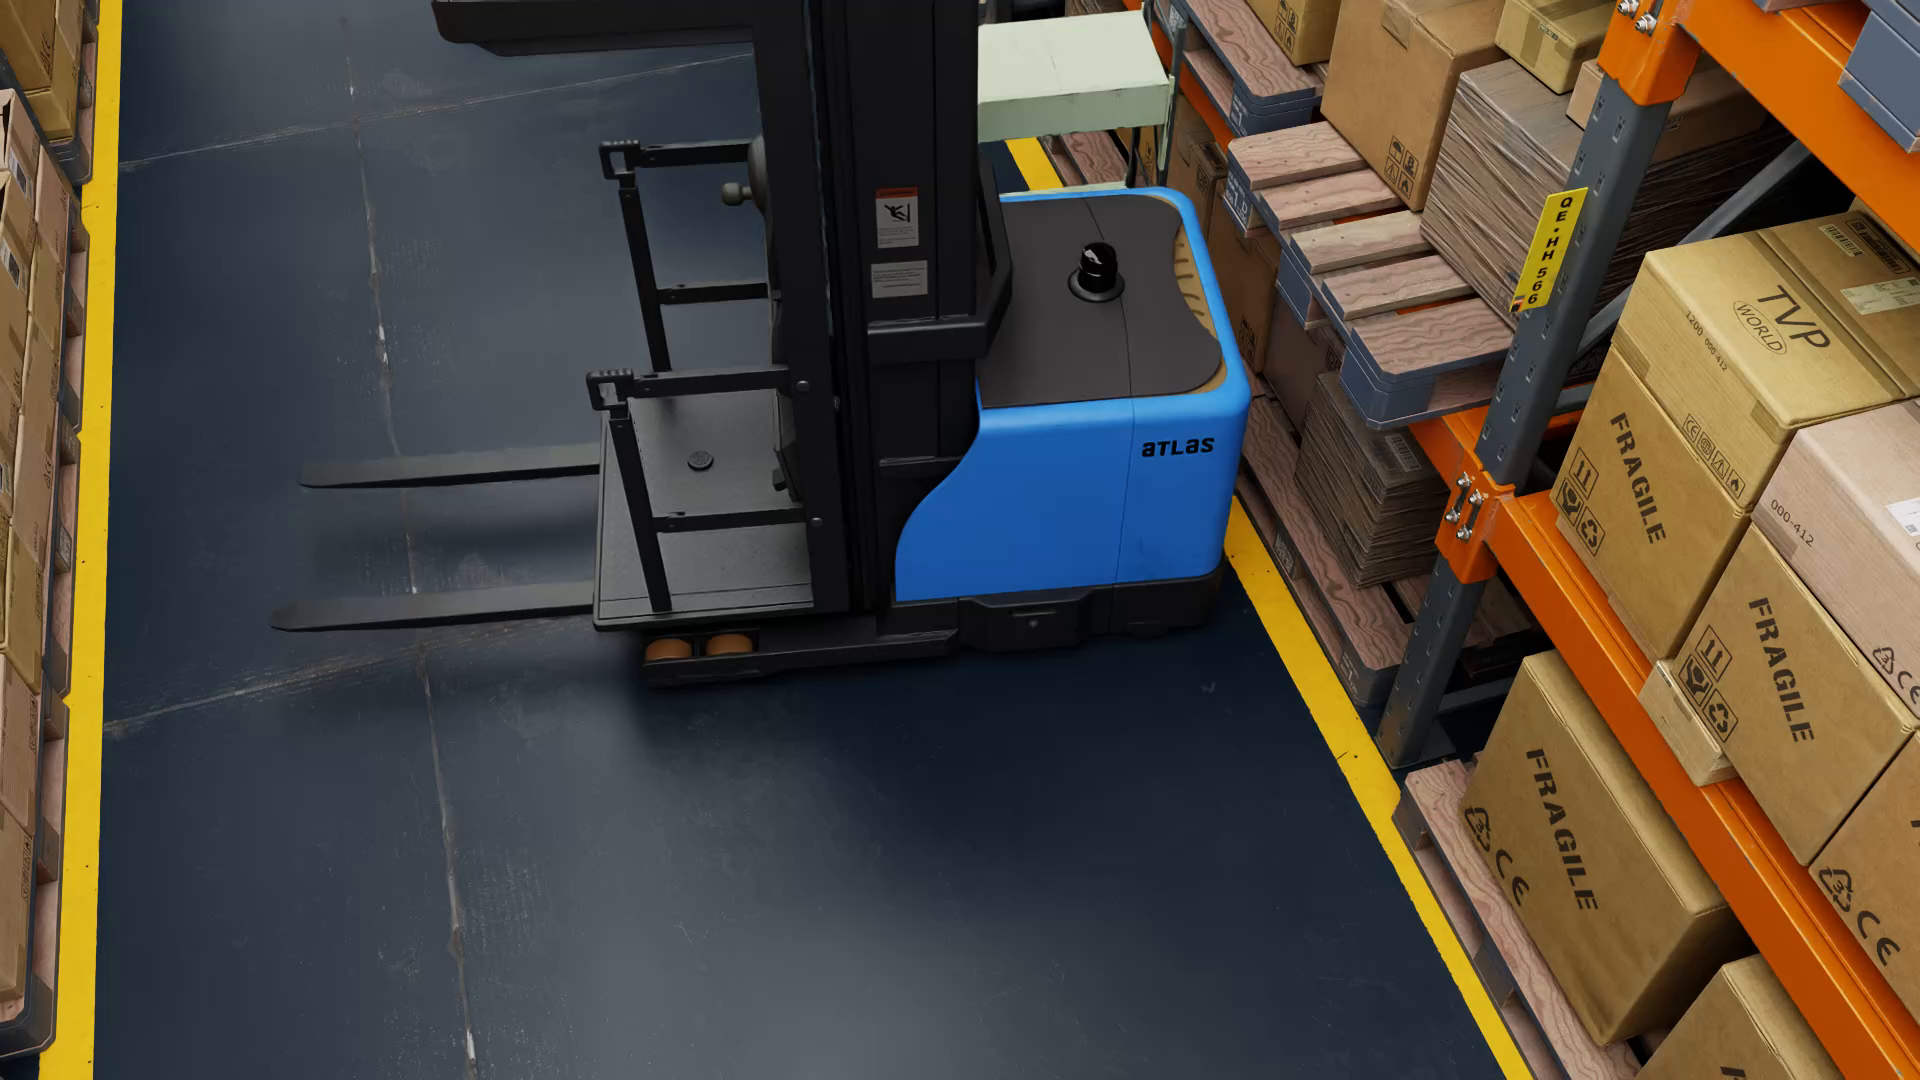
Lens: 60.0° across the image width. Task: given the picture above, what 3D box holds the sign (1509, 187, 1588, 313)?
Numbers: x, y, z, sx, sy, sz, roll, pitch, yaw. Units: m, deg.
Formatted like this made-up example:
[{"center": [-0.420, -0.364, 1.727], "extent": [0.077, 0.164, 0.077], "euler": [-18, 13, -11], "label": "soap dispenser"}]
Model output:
[{"center": [1.278, -0.626, 3.610], "extent": [0.100, 0.325, 0.005], "euler": [-13, 51, -11], "label": "sign"}]

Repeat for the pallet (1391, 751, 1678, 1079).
[{"center": [1.955, 1.084, 4.698], "extent": [1.003, 0.211, 1.213], "euler": [-13, 51, -11], "label": "pallet"}]

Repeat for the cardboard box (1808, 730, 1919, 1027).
[{"center": [1.985, 0.618, 2.994], "extent": [0.500, 0.500, 0.500], "euler": [-14, 51, -11], "label": "cardboard box"}]

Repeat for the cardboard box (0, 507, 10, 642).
[{"center": [-3.124, 0.082, 4.876], "extent": [0.500, 0.311, 0.500], "euler": [-15, 51, -12], "label": "cardboard box"}]

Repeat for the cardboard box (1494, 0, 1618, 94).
[{"center": [1.554, -1.267, 4.079], "extent": [0.380, 0.149, 0.250], "euler": [-21, 53, -17], "label": "cardboard box"}]

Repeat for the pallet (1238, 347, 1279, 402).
[{"center": [1.207, -0.969, 6.429], "extent": [1.003, 0.211, 1.213], "euler": [-13, 51, -11], "label": "pallet"}]

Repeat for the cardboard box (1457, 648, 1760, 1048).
[{"center": [1.886, 0.717, 4.315], "extent": [0.750, 0.750, 0.750], "euler": [-14, 51, -11], "label": "cardboard box"}]

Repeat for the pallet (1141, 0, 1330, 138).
[{"center": [1.169, -1.782, 5.416], "extent": [1.003, 0.211, 1.213], "euler": [-13, 51, -11], "label": "pallet"}]

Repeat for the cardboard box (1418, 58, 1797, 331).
[{"center": [1.645, -0.922, 4.213], "extent": [0.700, 0.500, 0.500], "euler": [-19, 52, -15], "label": "cardboard box"}]

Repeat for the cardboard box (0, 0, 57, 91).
[{"center": [-3.958, -2.106, 6.597], "extent": [0.500, 0.500, 0.500], "euler": [-13, 51, -11], "label": "cardboard box"}]

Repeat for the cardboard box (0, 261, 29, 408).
[{"center": [-3.421, -0.661, 5.503], "extent": [0.500, 0.311, 0.500], "euler": [-13, 51, -11], "label": "cardboard box"}]

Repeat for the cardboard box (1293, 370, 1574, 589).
[{"center": [1.531, -0.258, 5.352], "extent": [0.700, 0.500, 0.500], "euler": [-13, 51, -10], "label": "cardboard box"}]

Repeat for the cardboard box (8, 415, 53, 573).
[{"center": [-3.272, -0.103, 5.398], "extent": [0.500, 0.250, 0.500], "euler": [-12, 51, -10], "label": "cardboard box"}]

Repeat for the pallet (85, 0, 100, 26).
[{"center": [-4.680, -2.790, 7.964], "extent": [1.003, 0.211, 1.213], "euler": [-13, 51, -11], "label": "pallet"}]

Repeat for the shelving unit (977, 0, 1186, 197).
[{"center": [0.291, -1.217, 5.784], "extent": [0.755, 1.500, 0.431], "euler": [-7, 52, -6], "label": "shelving unit"}]

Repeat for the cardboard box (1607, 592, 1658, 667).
[{"center": [1.736, 0.146, 3.816], "extent": [0.380, 0.149, 0.250], "euler": [-13, 51, -10], "label": "cardboard box"}]

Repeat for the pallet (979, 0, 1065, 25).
[{"center": [0.378, -2.913, 8.067], "extent": [1.003, 0.211, 1.213], "euler": [-13, 51, -11], "label": "pallet"}]

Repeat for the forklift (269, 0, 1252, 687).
[{"center": [-0.703, -0.904, 4.595], "extent": [3.031, 2.935, 1.130], "euler": [-5, 50, -4], "label": "forklift"}]

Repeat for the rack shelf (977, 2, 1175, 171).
[{"center": [0.291, -1.460, 5.479], "extent": [0.720, 0.370, 0.431], "euler": [-7, 52, -6], "label": "rack shelf"}]

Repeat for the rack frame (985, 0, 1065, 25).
[{"center": [0.611, -3.329, 6.594], "extent": [1.000, 3.000, 0.127], "euler": [-13, 51, -11], "label": "rack frame"}]

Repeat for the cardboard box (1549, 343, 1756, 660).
[{"center": [1.693, -0.129, 3.624], "extent": [0.500, 0.500, 0.500], "euler": [-12, 51, -10], "label": "cardboard box"}]

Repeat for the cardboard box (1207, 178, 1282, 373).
[{"center": [1.316, -1.017, 5.992], "extent": [0.700, 0.500, 0.500], "euler": [-14, 51, -11], "label": "cardboard box"}]

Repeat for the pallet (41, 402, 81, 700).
[{"center": [-3.501, 0.115, 5.515], "extent": [1.003, 0.211, 1.213], "euler": [-13, 51, -11], "label": "pallet"}]

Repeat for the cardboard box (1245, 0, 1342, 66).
[{"center": [1.255, -1.827, 4.976], "extent": [0.700, 0.500, 0.500], "euler": [-13, 51, -11], "label": "cardboard box"}]

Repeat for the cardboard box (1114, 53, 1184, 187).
[{"center": [1.045, -1.765, 6.623], "extent": [0.700, 0.500, 0.500], "euler": [-14, 51, -12], "label": "cardboard box"}]

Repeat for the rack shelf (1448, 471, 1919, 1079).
[{"center": [2.385, 1.285, 3.175], "extent": [1.077, 0.370, 4.000], "euler": [-13, 51, -11], "label": "rack shelf"}]

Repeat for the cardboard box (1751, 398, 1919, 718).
[{"center": [1.841, -0.001, 3.026], "extent": [0.500, 0.250, 0.500], "euler": [-14, 51, -11], "label": "cardboard box"}]

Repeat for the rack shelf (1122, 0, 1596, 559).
[{"center": [1.202, -1.636, 5.638], "extent": [1.077, 0.370, 4.000], "euler": [-13, 51, -11], "label": "rack shelf"}]

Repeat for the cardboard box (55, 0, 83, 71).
[{"center": [-4.111, -2.229, 7.191], "extent": [0.500, 0.250, 0.500], "euler": [-13, 51, -11], "label": "cardboard box"}]

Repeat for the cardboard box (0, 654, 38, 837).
[{"center": [-2.961, 0.650, 4.764], "extent": [0.500, 0.250, 0.500], "euler": [-15, 51, -12], "label": "cardboard box"}]

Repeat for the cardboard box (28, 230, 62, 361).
[{"center": [-3.573, -0.848, 6.027], "extent": [0.500, 0.250, 0.500], "euler": [-14, 51, -12], "label": "cardboard box"}]

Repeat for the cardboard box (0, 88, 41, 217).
[{"center": [-3.727, -1.405, 6.130], "extent": [0.500, 0.311, 0.500], "euler": [-13, 51, -11], "label": "cardboard box"}]
